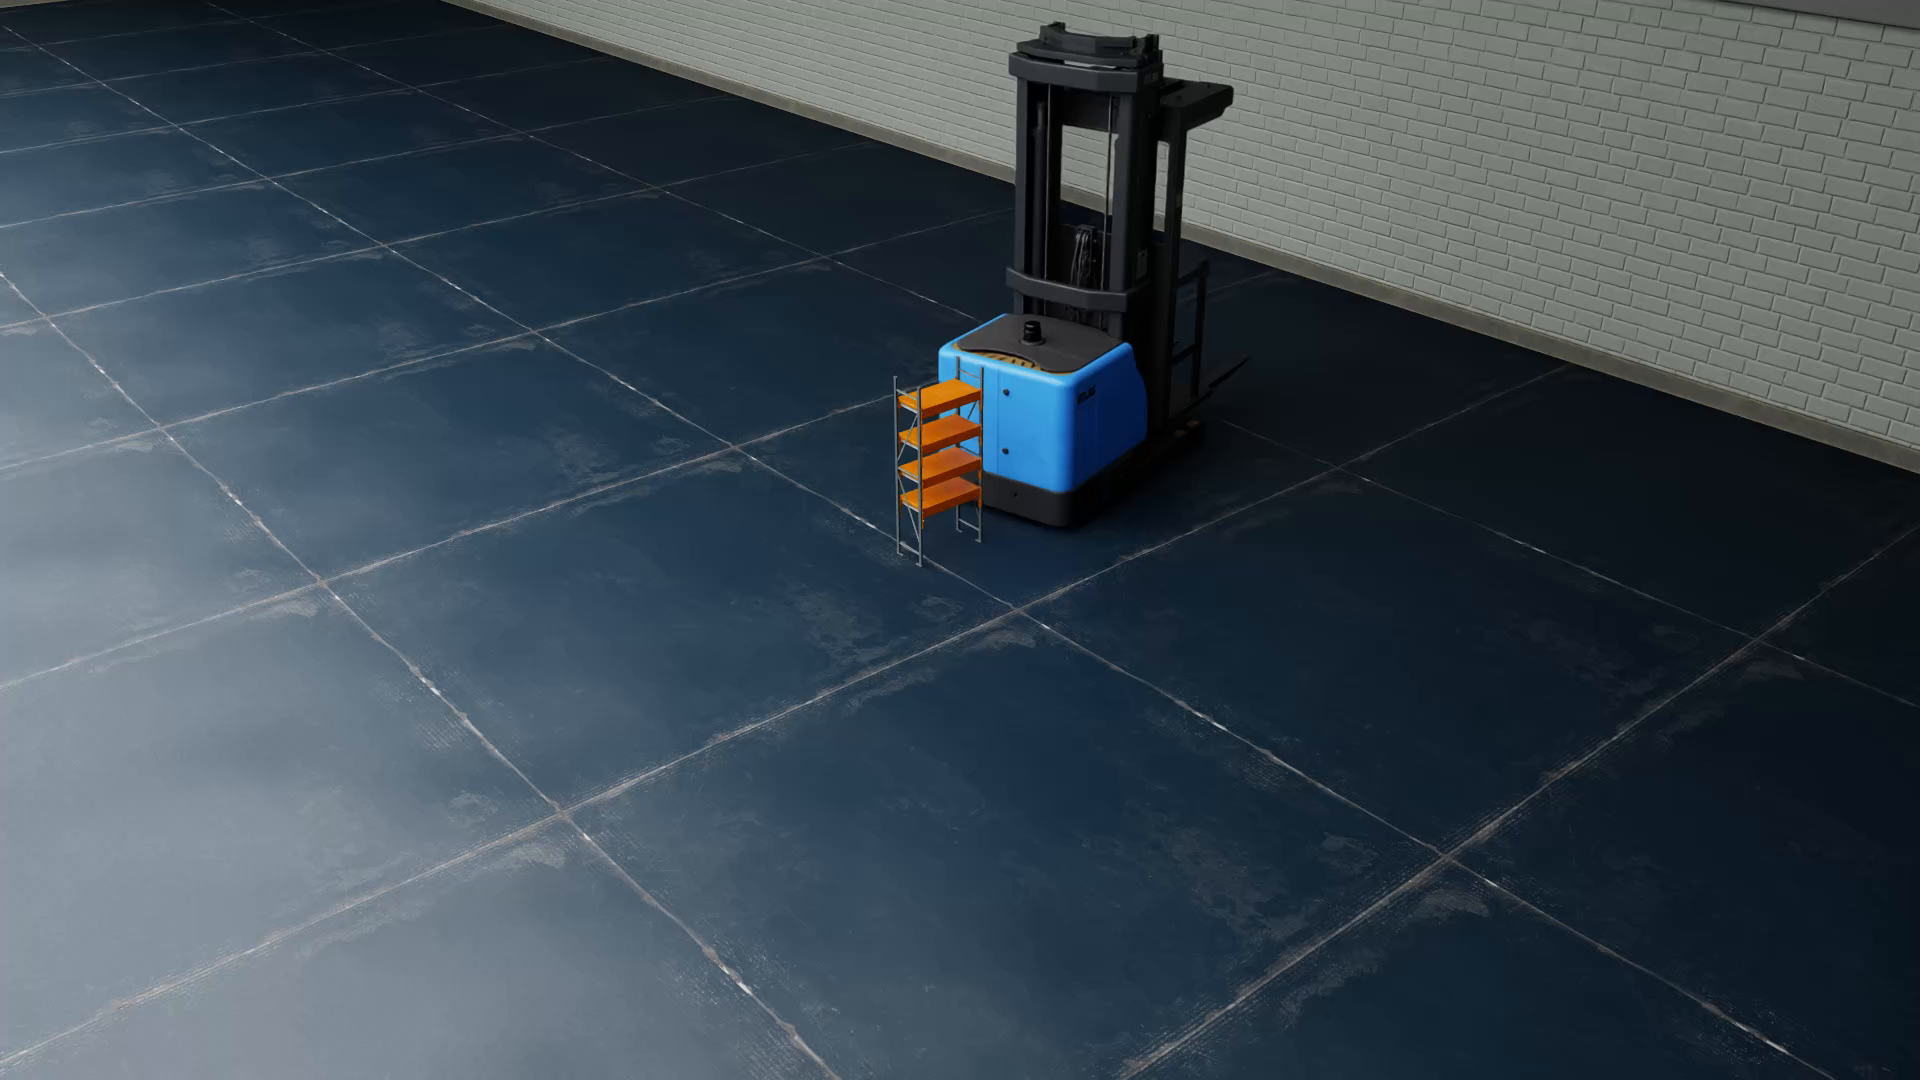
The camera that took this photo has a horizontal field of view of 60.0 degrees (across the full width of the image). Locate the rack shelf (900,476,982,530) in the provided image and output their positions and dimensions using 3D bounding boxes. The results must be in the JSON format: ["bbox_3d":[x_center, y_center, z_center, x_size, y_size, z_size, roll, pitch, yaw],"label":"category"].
[{"bbox_3d":[-0.126,-0.244,10.356,0.480,0.148,0.258,-22,35,-35],"label":"rack shelf"}]

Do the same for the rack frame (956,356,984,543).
[{"bbox_3d":[0.060,-0.553,10.370,0.015,1.200,0.240,-22,35,-35],"label":"rack frame"}]

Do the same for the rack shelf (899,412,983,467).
[{"bbox_3d":[-0.126,-0.616,10.157,0.480,0.148,0.258,-22,35,-35],"label":"rack shelf"}]

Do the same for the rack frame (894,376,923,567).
[{"bbox_3d":[-0.312,-0.404,10.091,0.015,1.200,0.240,-22,35,-35],"label":"rack frame"}]

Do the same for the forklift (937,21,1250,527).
[{"bbox_3d":[1.097,-2.022,11.282,1.130,2.935,3.031,18,33,30],"label":"forklift"}]

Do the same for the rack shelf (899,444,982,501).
[{"bbox_3d":[-0.126,-0.419,10.262,0.480,0.148,0.258,-22,35,-35],"label":"rack shelf"}]

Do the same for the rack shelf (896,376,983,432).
[{"bbox_3d":[-0.126,-0.825,10.046,0.480,0.148,0.258,-22,35,-35],"label":"rack shelf"}]

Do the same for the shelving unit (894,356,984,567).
[{"bbox_3d":[-0.126,-0.479,10.231,0.503,1.200,0.258,-22,35,-35],"label":"shelving unit"}]
